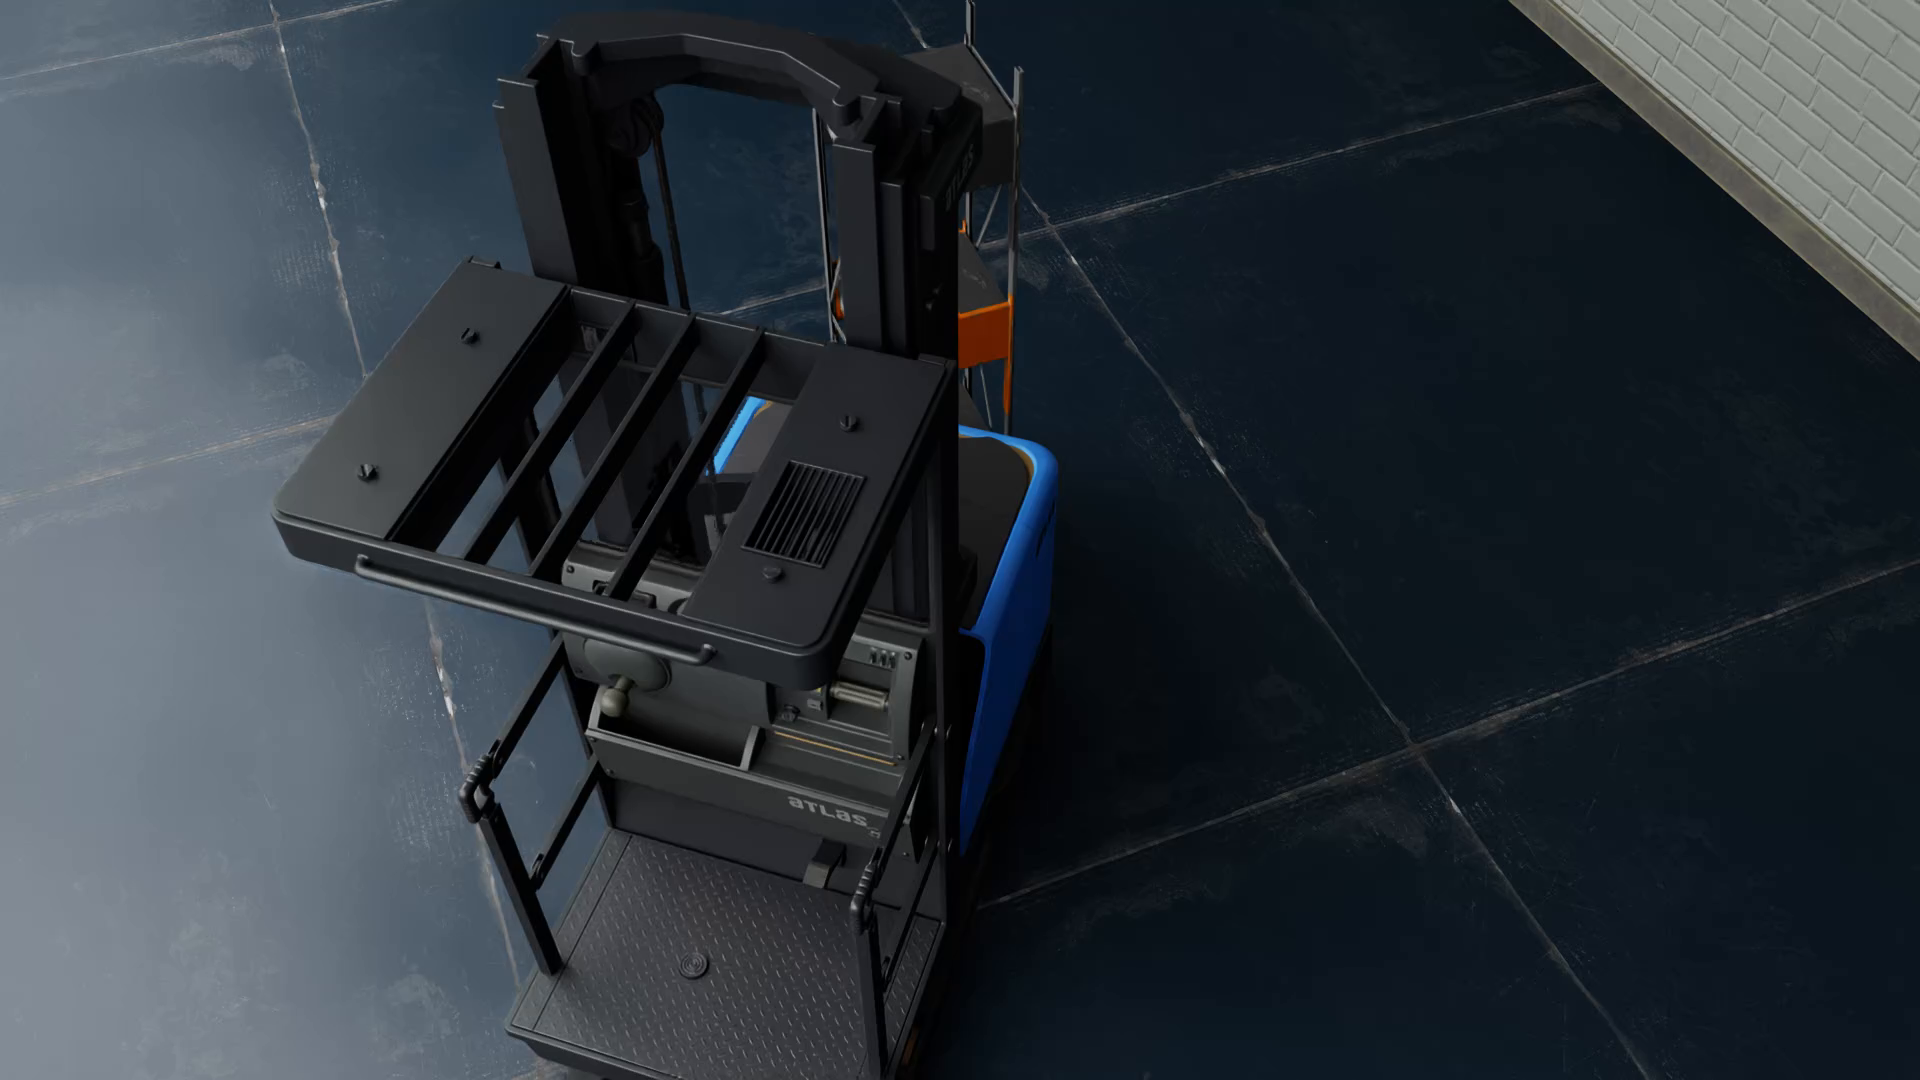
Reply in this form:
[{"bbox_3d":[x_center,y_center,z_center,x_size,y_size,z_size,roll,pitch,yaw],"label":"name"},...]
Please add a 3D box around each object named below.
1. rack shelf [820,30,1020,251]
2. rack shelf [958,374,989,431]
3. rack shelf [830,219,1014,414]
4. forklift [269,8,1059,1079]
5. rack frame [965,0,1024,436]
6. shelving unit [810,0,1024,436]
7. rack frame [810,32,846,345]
[{"bbox_3d":[-0.130,-1.128,4.930,0.480,0.518,0.431,-16,51,-14],"label":"rack shelf"},{"bbox_3d":[-0.130,-0.216,5.992,0.480,0.518,0.431,-16,51,-14],"label":"rack shelf"},{"bbox_3d":[-0.130,-0.672,5.461,0.480,0.518,0.431,-16,51,-14],"label":"rack shelf"},{"bbox_3d":[-0.613,0.414,3.963,1.130,2.935,3.031,14,51,11],"label":"forklift"},{"bbox_3d":[0.097,-0.748,5.508,0.015,2.100,0.400,-16,51,-14],"label":"rack frame"},{"bbox_3d":[-0.130,-0.681,5.450,0.503,2.100,0.431,-16,51,-14],"label":"shelving unit"},{"bbox_3d":[-0.357,-0.613,5.393,0.015,2.100,0.400,-16,51,-14],"label":"rack frame"}]
